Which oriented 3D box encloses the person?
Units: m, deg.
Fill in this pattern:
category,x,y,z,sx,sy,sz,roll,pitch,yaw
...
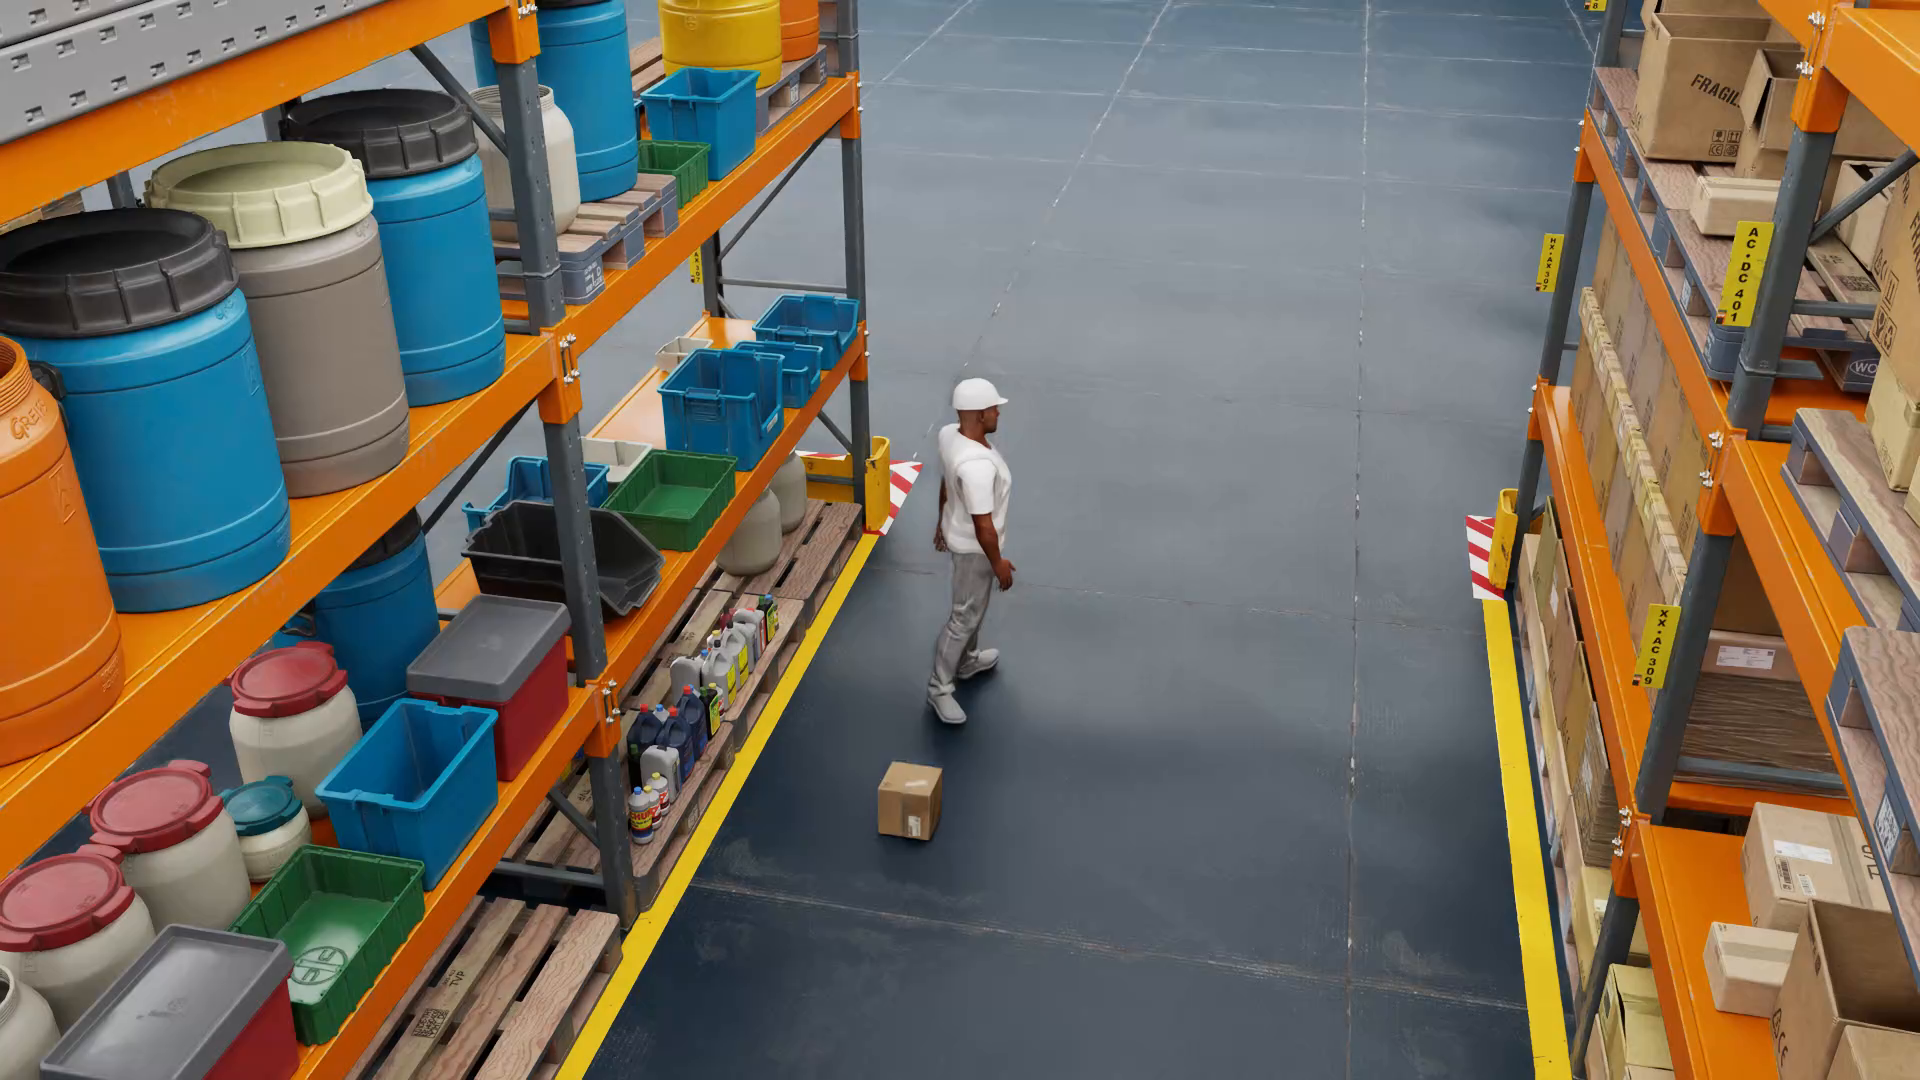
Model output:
category,x,y,z,sx,sy,sz,roll,pitch,yaw
person,0.037,0.046,8.506,0.468,1.755,0.707,-4,29,-7
